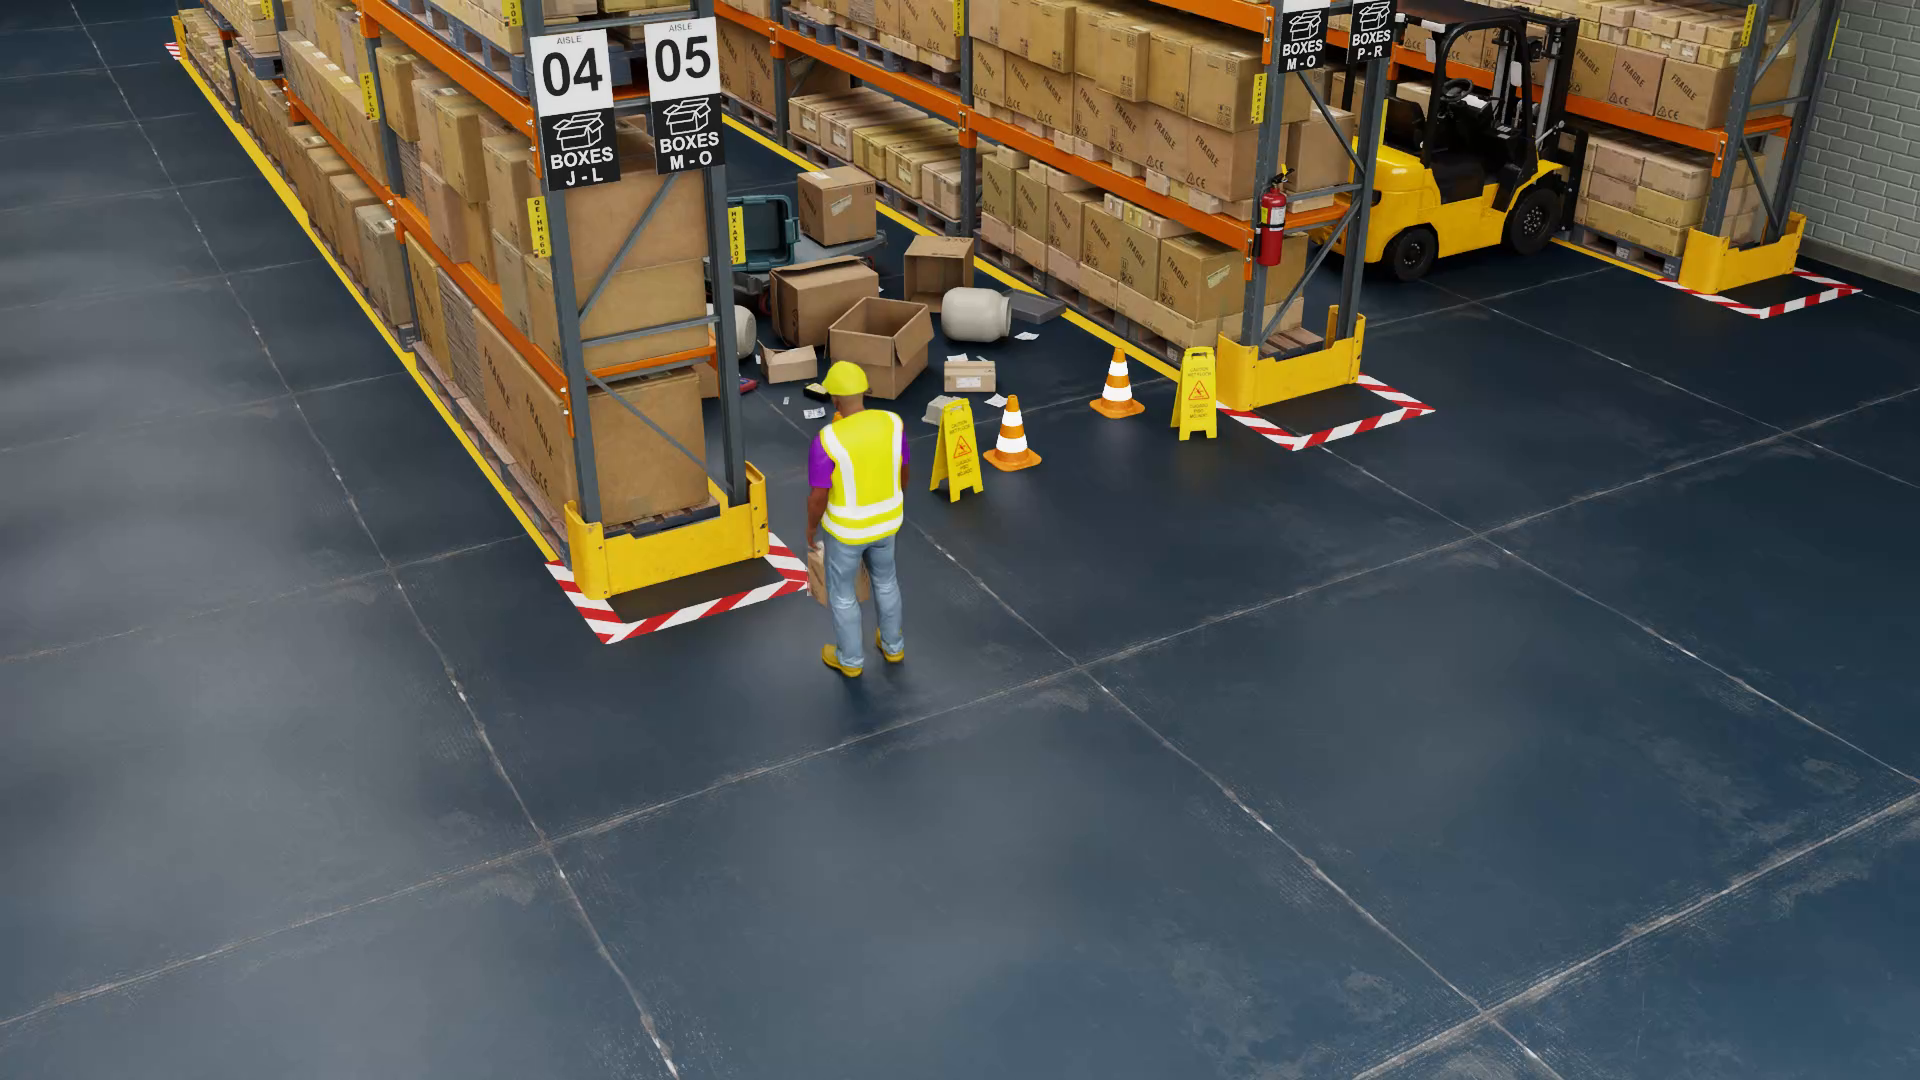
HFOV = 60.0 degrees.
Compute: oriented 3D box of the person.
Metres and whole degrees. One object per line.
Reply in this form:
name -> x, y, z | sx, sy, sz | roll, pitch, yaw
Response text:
person -> -0.552, -0.104, 8.738 | 0.637, 1.757, 0.456 | -17, 33, -28
